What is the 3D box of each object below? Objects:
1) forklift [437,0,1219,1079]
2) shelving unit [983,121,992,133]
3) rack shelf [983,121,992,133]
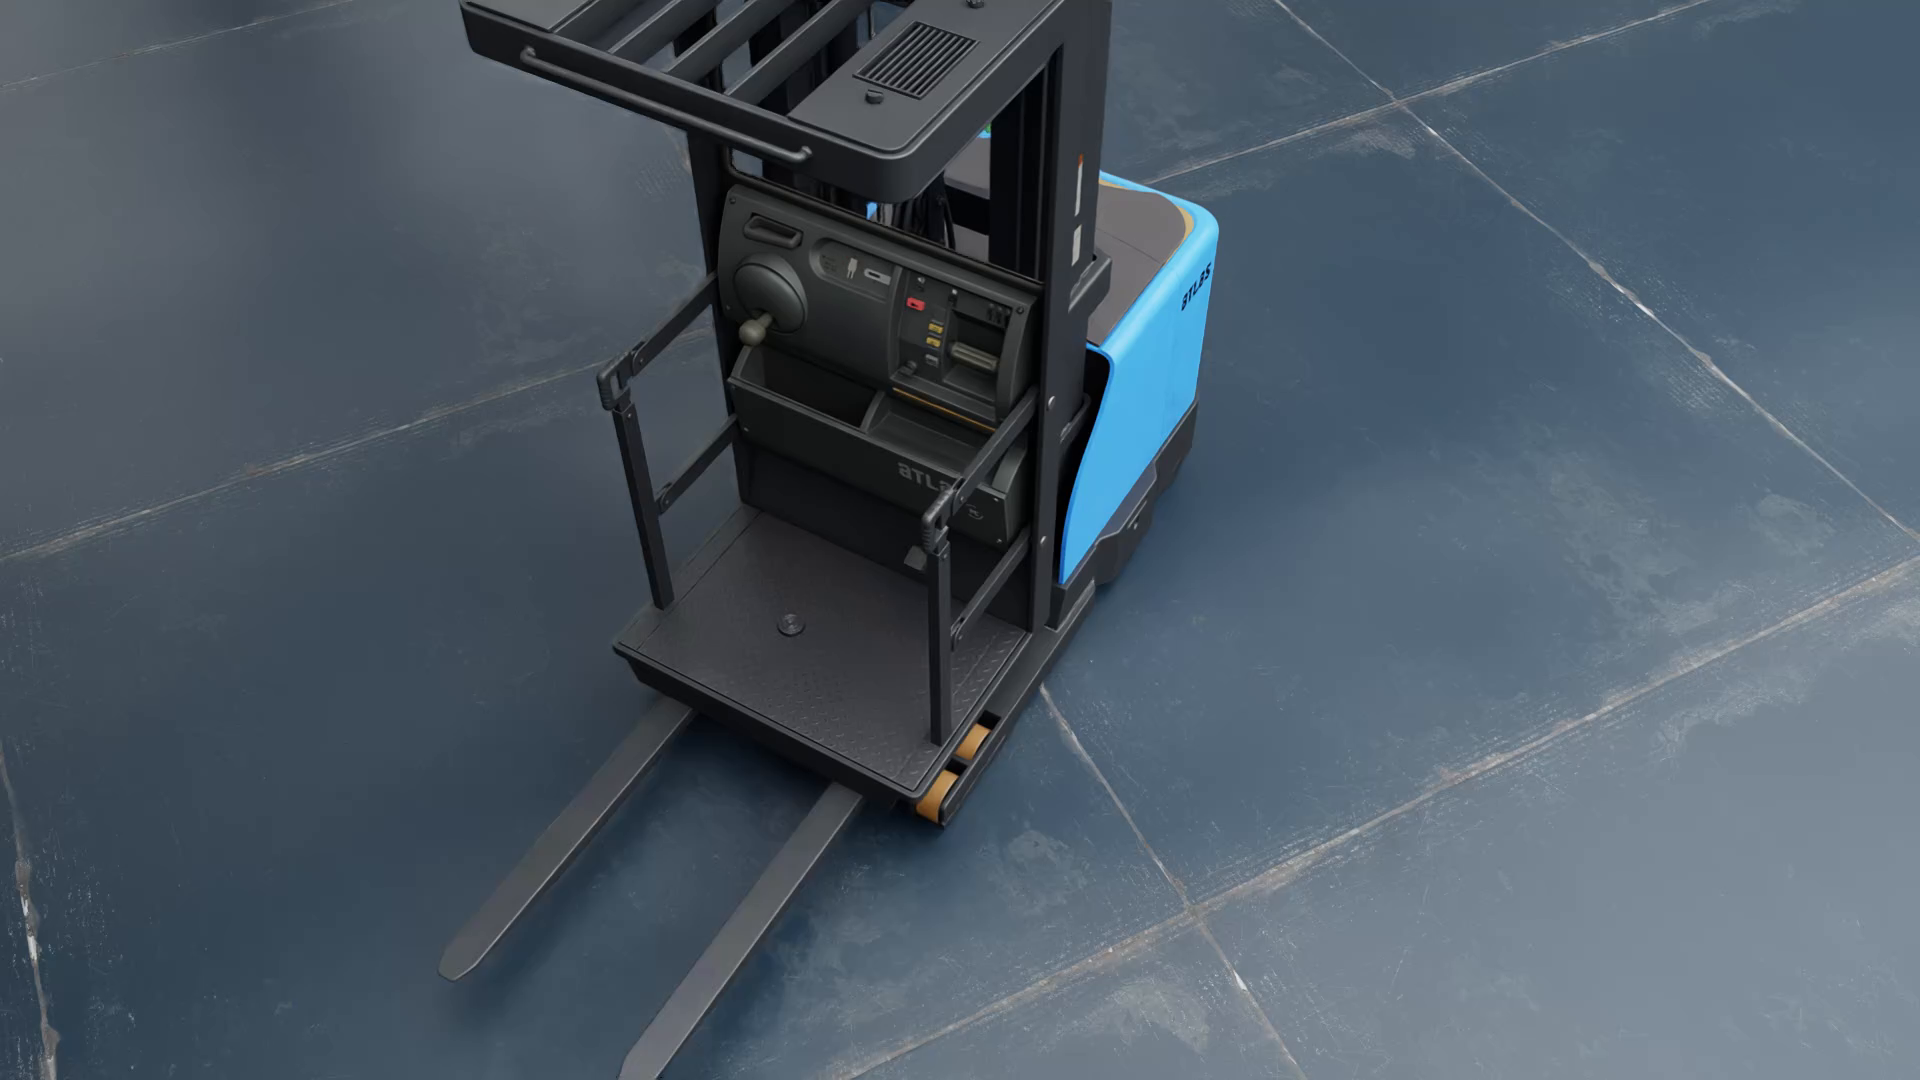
[{"bbox_3d":[-0.347,-0.519,4.257,1.130,2.935,3.031,24,53,19],"label":"forklift"},{"bbox_3d":[-0.024,-1.262,6.057,0.503,1.200,0.258,25,53,20],"label":"shelving unit"},{"bbox_3d":[-0.024,-1.536,5.743,0.480,0.148,0.258,25,53,20],"label":"rack shelf"}]
